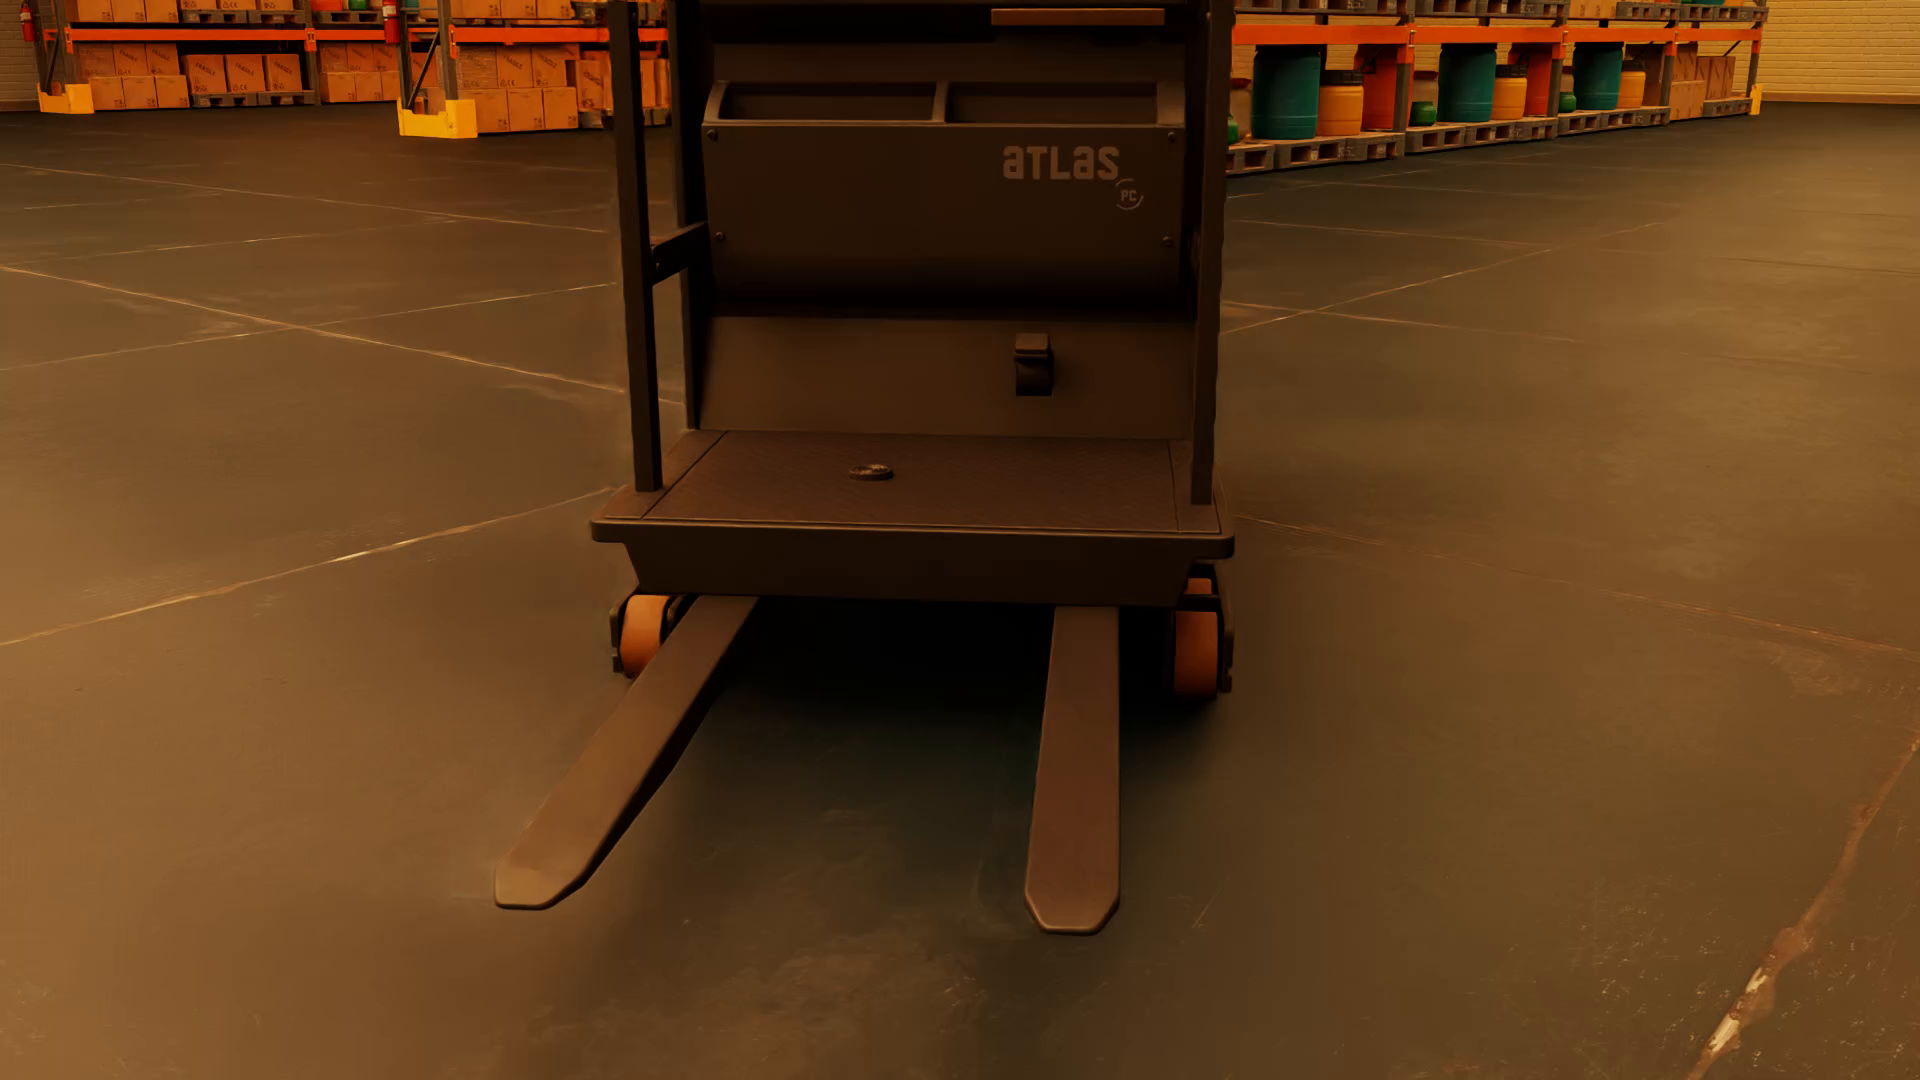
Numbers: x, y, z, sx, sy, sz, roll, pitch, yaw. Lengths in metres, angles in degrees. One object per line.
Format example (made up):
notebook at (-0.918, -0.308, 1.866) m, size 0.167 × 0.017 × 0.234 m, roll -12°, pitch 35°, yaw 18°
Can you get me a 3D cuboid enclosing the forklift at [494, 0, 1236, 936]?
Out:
forklift at (-0.048, -1.215, 2.898) m, size 1.130 × 2.935 × 3.031 m, roll 2°, pitch 17°, yaw 5°
